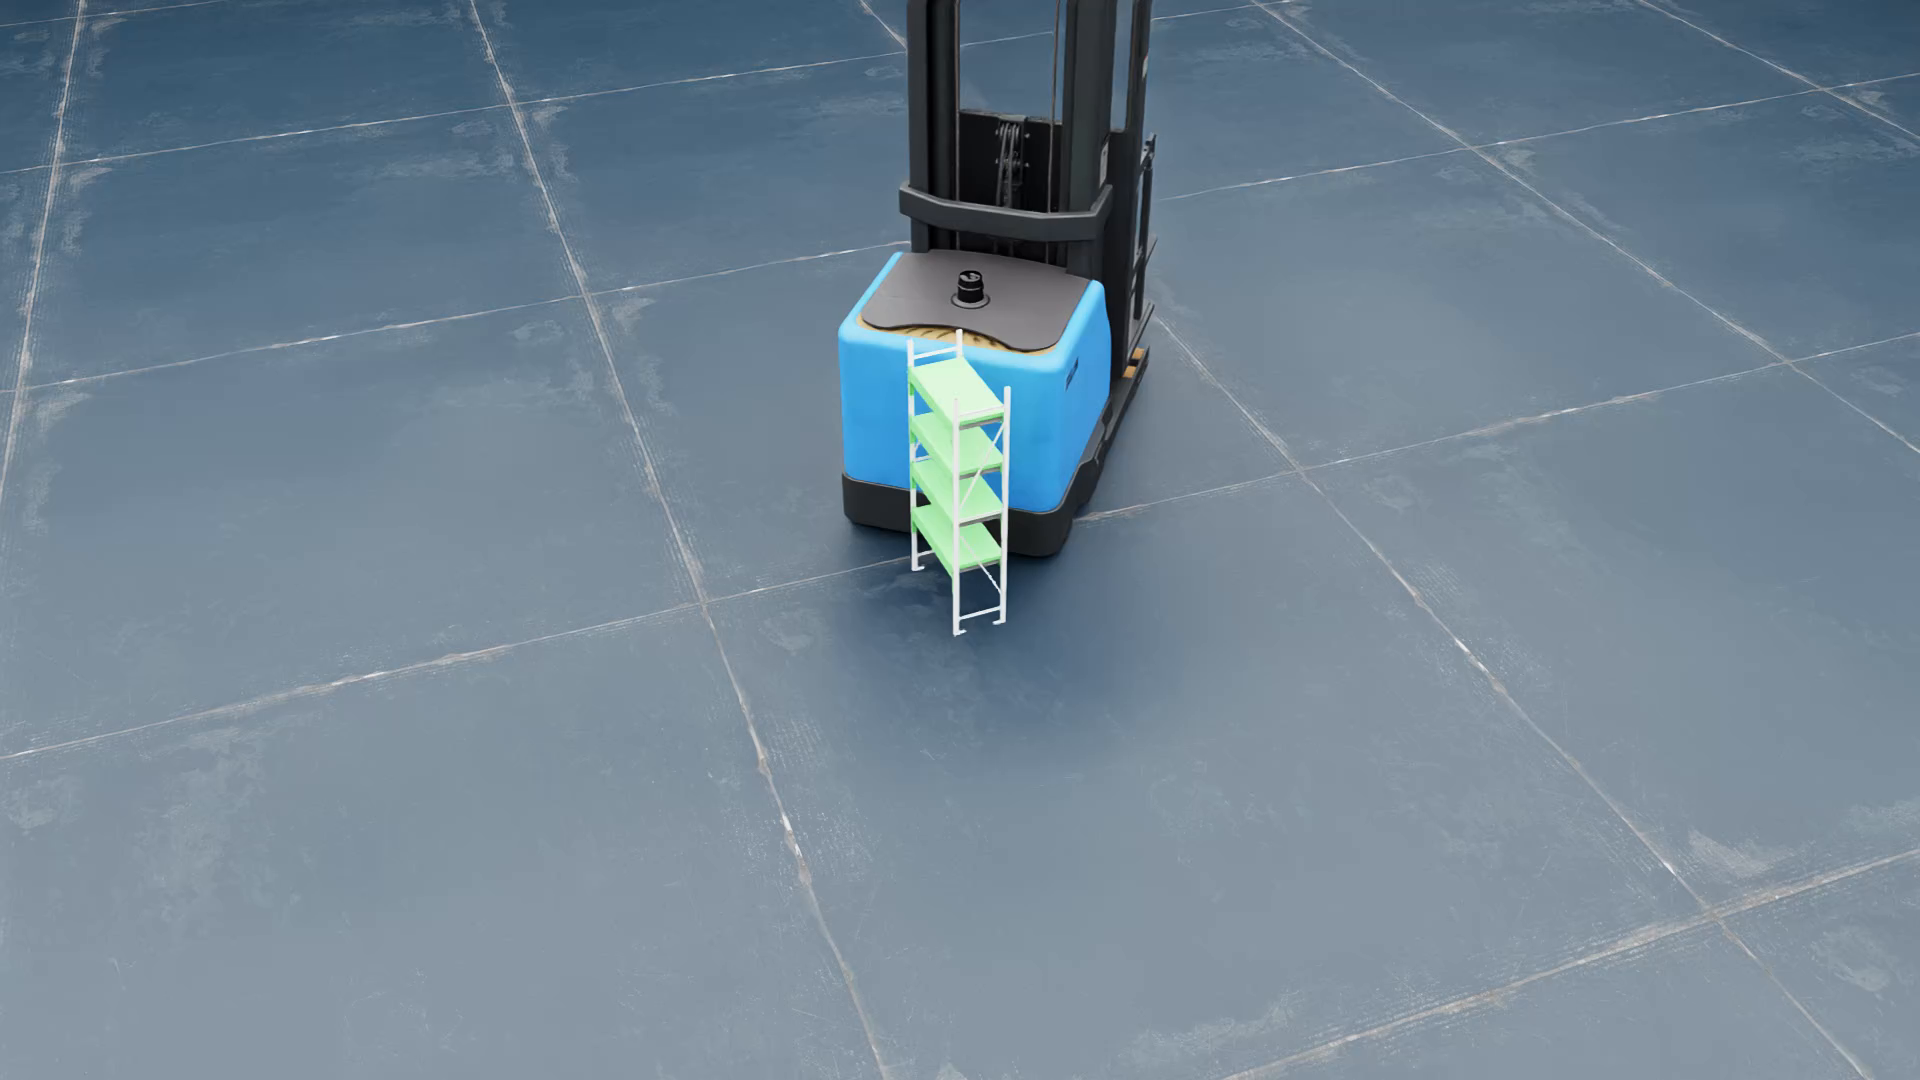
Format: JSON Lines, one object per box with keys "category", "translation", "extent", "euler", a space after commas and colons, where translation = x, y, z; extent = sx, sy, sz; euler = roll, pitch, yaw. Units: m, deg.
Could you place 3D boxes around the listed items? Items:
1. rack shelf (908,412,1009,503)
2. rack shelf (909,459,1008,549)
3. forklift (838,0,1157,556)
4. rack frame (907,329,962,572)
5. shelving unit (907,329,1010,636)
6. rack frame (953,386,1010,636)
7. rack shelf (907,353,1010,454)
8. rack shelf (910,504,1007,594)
{"category": "rack shelf", "translation": [-0.010, -0.372, 6.954], "extent": [0.258, 0.148, 0.480], "euler": [-14, 39, -18]}
{"category": "rack shelf", "translation": [-0.010, -0.180, 7.098], "extent": [0.258, 0.148, 0.480], "euler": [-14, 39, -18]}
{"category": "forklift", "translation": [0.379, -1.985, 7.949], "extent": [1.130, 2.935, 3.031], "euler": [11, 38, 14]}
{"category": "rack frame", "translation": [-0.104, -0.367, 7.240], "extent": [0.240, 1.200, 0.015], "euler": [-14, 39, -18]}
{"category": "shelving unit", "translation": [-0.010, -0.231, 7.060], "extent": [0.258, 1.200, 0.503], "euler": [-14, 39, -18]}
{"category": "rack frame", "translation": [0.085, -0.096, 6.880], "extent": [0.240, 1.200, 0.015], "euler": [-14, 39, -18]}
{"category": "rack shelf", "translation": [-0.010, -0.564, 6.810], "extent": [0.258, 0.148, 0.480], "euler": [-14, 39, -18]}
{"category": "rack shelf", "translation": [-0.010, 0.011, 7.243], "extent": [0.258, 0.148, 0.480], "euler": [-14, 39, -18]}
